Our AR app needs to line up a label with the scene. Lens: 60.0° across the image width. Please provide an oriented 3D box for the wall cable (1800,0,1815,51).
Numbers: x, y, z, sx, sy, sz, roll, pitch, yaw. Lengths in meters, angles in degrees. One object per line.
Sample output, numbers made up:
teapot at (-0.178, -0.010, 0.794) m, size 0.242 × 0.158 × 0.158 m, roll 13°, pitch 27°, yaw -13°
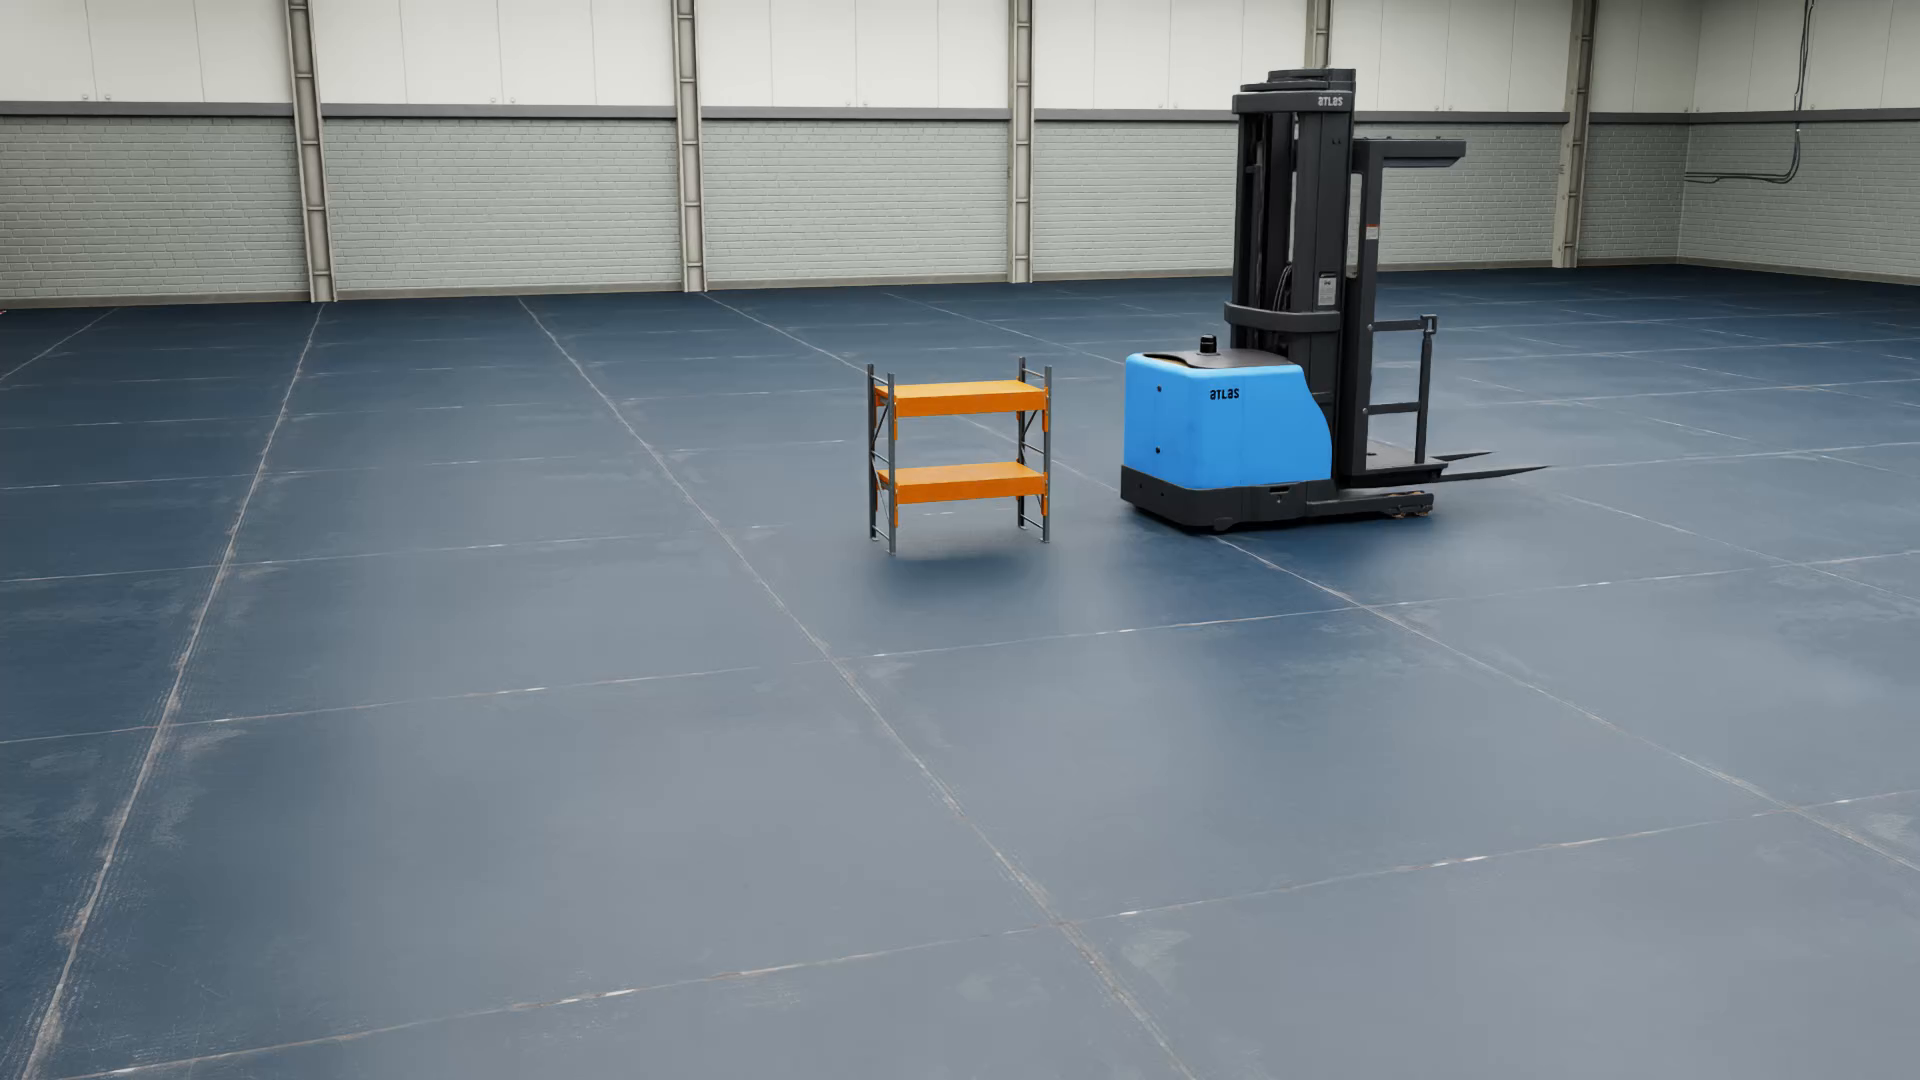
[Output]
wall cable at (16.546, -10.294, 30.269) m, size 0.112 × 2.526 × 3.097 m, roll -4°, pitch 14°, yaw -18°

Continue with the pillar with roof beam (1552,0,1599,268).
pillar with roof beam at (13.842, -9.069, 29.324) m, size 0.400 × 9.000 × 9.100 m, roll -4°, pitch 14°, yaw -18°

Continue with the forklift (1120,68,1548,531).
forklift at (2.684, -1.678, 11.365) m, size 3.031 × 2.935 × 1.130 m, roll -5°, pitch 14°, yaw -21°

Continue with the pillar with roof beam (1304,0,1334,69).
pillar with roof beam at (8.155, -8.626, 27.462) m, size 0.400 × 9.000 × 9.100 m, roll -4°, pitch 14°, yaw -18°

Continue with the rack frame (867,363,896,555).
rack frame at (-0.488, -0.509, 10.353) m, size 0.032 × 1.125 × 0.500 m, roll -4°, pitch 14°, yaw -18°

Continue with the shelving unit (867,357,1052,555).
shelving unit at (-0.006, -0.547, 10.511) m, size 1.048 × 1.125 × 0.538 m, roll -4°, pitch 14°, yaw -18°

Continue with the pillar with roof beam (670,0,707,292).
pillar with roof beam at (-3.218, -7.741, 23.739) m, size 0.400 × 9.000 × 9.100 m, roll -4°, pitch 14°, yaw -18°

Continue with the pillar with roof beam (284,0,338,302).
pillar with roof beam at (-8.905, -7.298, 21.877) m, size 0.400 × 9.000 × 9.100 m, roll -4°, pitch 14°, yaw -18°

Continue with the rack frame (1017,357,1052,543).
rack frame at (0.475, -0.584, 10.668) m, size 0.032 × 1.125 × 0.500 m, roll -4°, pitch 14°, yaw -18°

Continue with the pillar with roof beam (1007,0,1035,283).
pillar with roof beam at (2.469, -8.183, 25.601) m, size 0.400 × 9.000 × 9.100 m, roll -4°, pitch 14°, yaw -18°

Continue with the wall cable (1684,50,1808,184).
wall cable at (15.683, -8.430, 33.348) m, size 0.112 × 2.526 × 3.097 m, roll -4°, pitch 14°, yaw -18°

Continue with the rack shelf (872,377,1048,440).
rack shelf at (-0.006, -0.831, 10.443) m, size 1.000 × 0.278 × 0.538 m, roll -4°, pitch 14°, yaw -18°

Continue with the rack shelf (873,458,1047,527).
rack shelf at (-0.006, -0.309, 10.567) m, size 1.000 × 0.278 × 0.538 m, roll -4°, pitch 14°, yaw -18°
